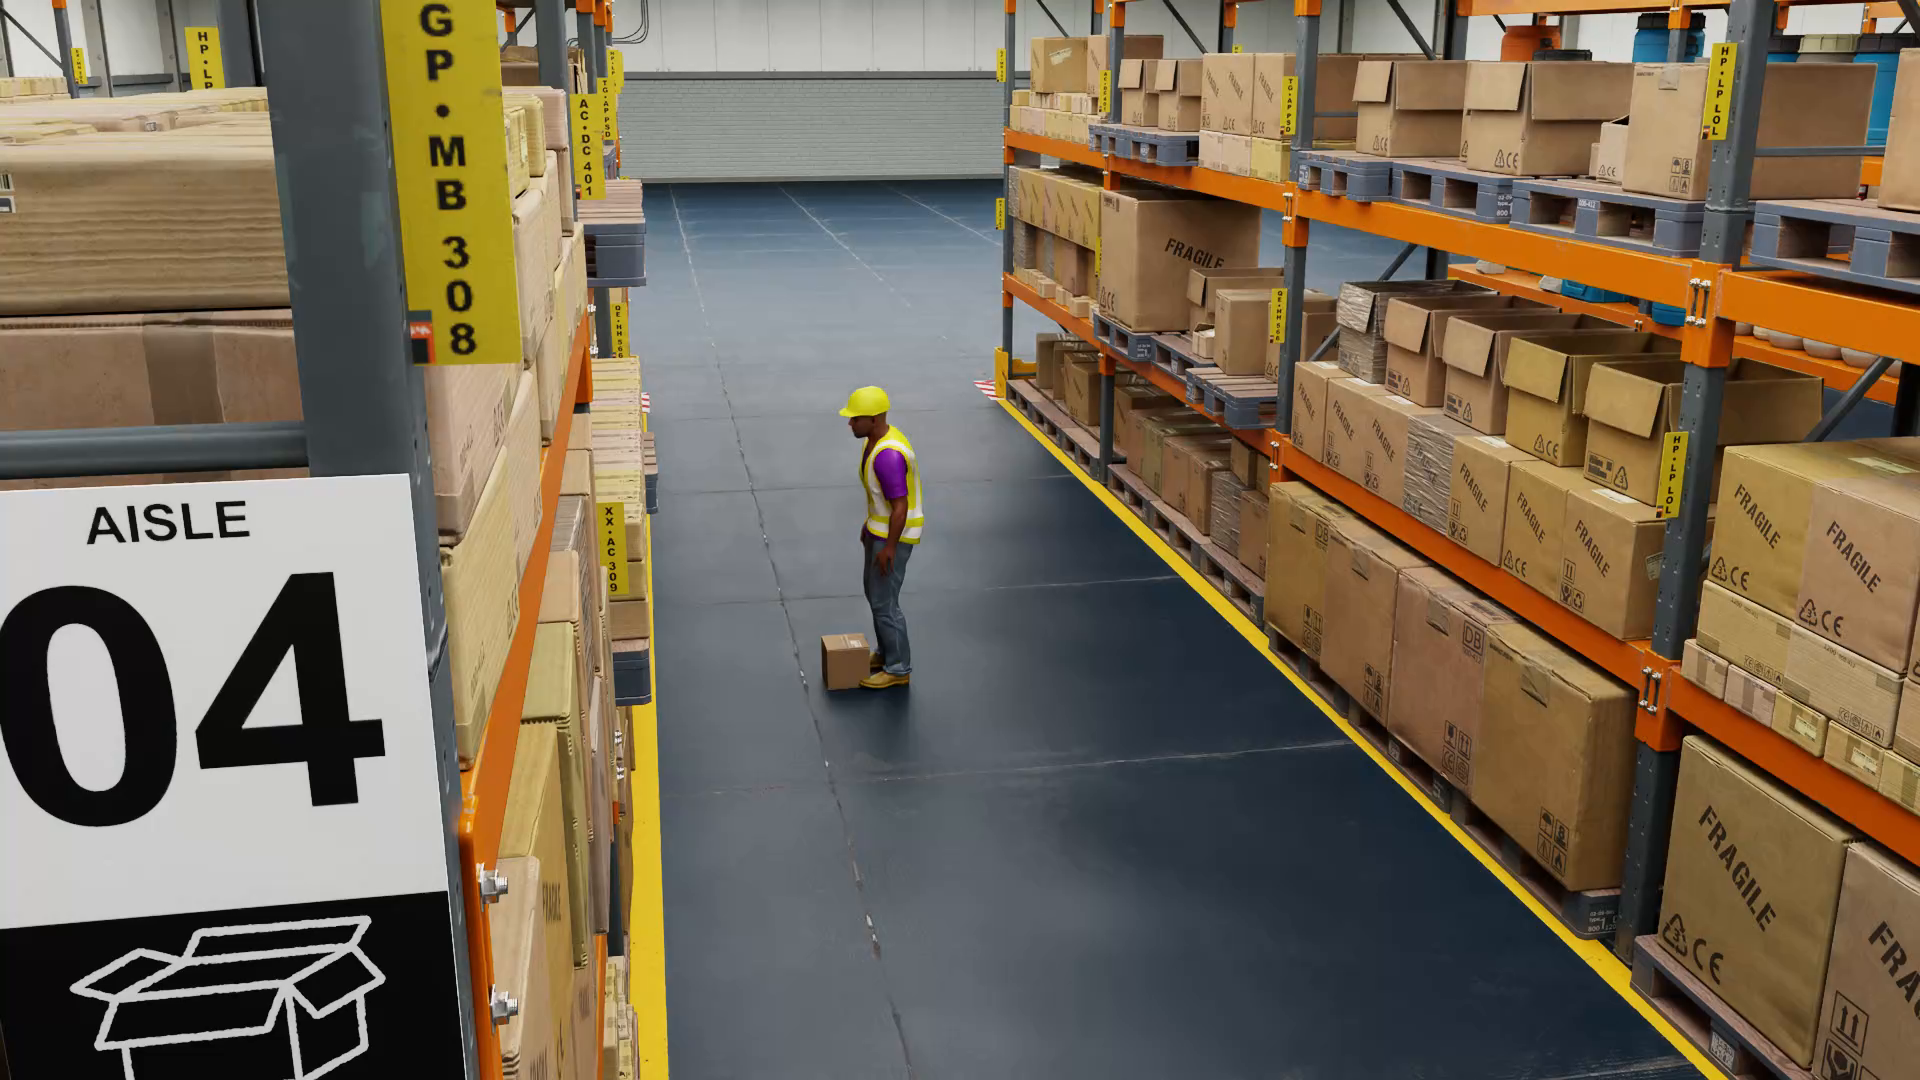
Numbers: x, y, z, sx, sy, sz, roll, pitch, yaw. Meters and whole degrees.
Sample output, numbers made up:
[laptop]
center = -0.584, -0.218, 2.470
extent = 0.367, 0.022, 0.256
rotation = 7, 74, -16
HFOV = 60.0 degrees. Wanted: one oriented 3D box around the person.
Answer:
[person]
center = -0.454, -0.026, 9.592
extent = 0.463, 1.760, 0.634
rotation = -3, 17, -11
